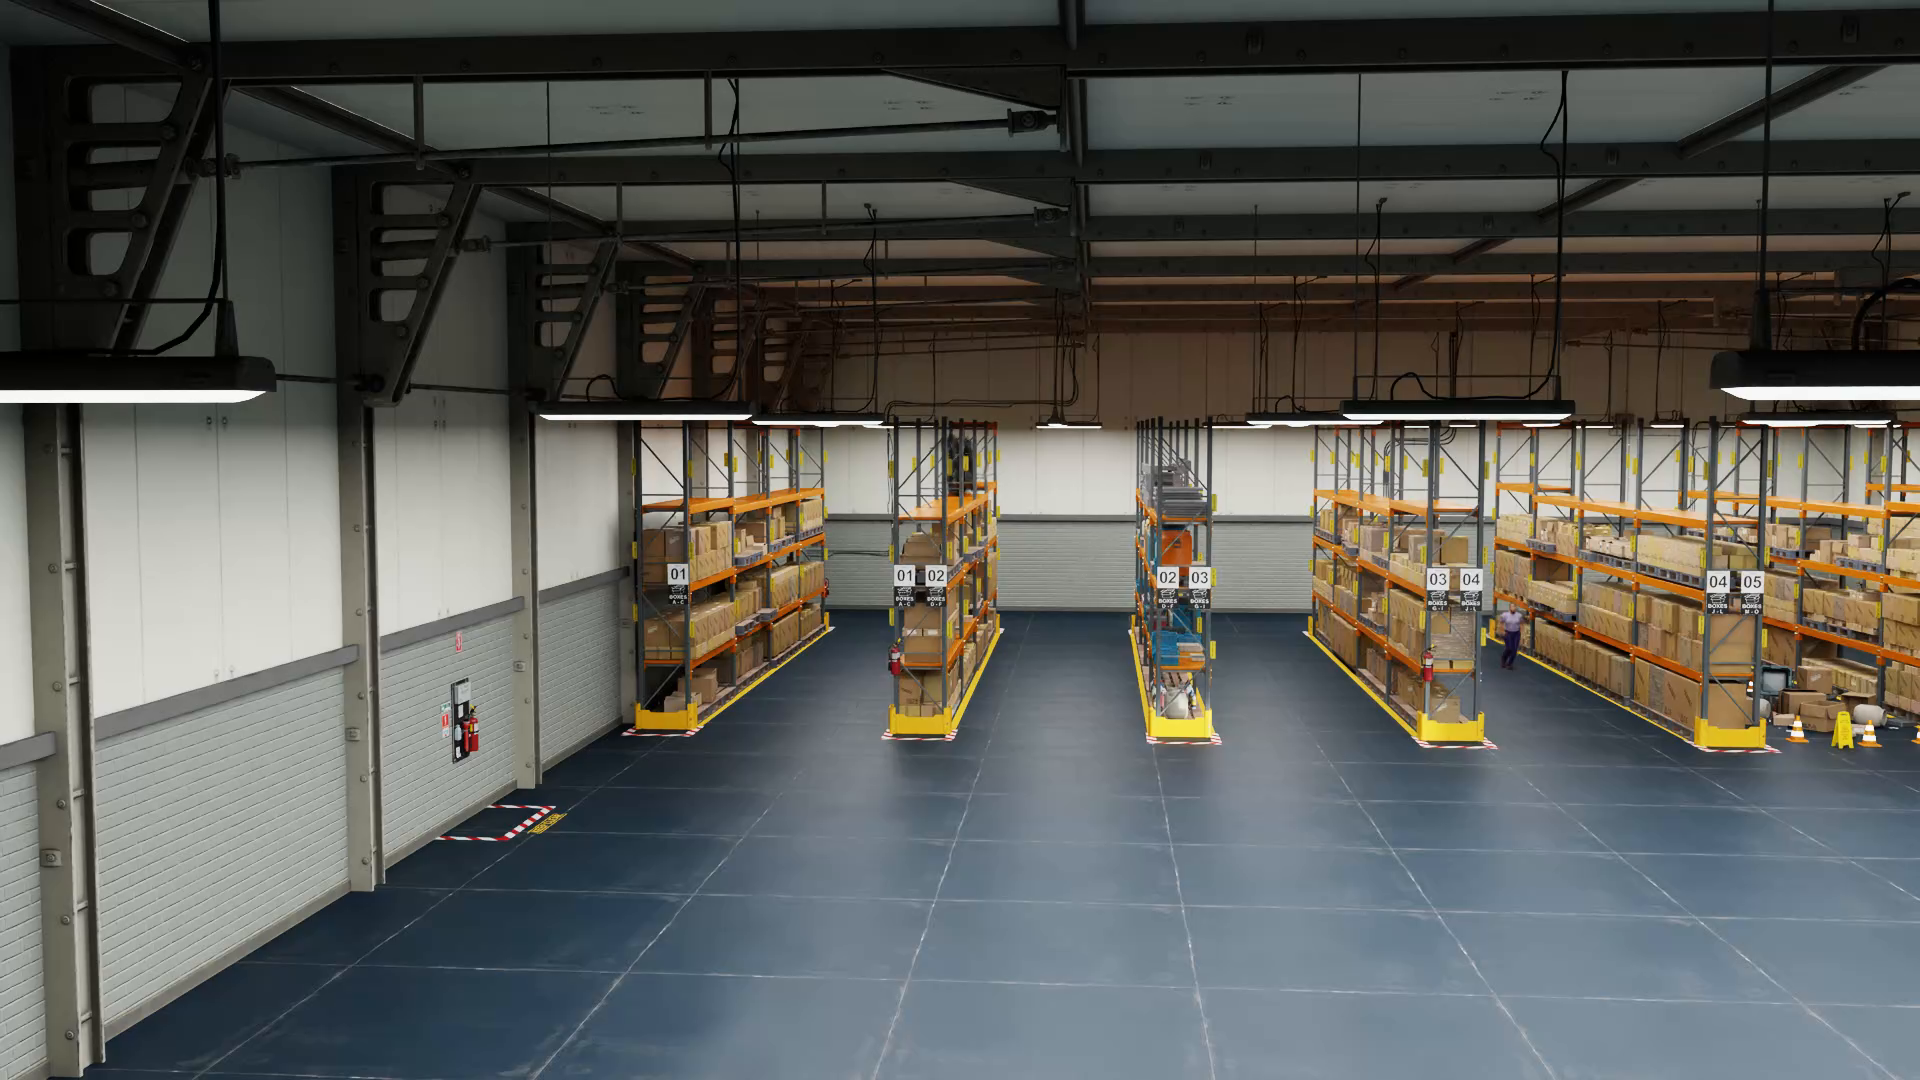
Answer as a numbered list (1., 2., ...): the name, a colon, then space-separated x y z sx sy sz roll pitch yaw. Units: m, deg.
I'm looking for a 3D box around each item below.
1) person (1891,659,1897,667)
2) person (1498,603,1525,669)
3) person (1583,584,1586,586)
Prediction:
1. person: 20.954 2.475 36.841 0.563 1.718 0.796 0 4 1
2. person: 13.266 2.314 39.904 0.586 1.602 0.584 0 4 2
3. person: 17.123 1.994 45.417 0.525 1.562 0.680 -1 4 -21
